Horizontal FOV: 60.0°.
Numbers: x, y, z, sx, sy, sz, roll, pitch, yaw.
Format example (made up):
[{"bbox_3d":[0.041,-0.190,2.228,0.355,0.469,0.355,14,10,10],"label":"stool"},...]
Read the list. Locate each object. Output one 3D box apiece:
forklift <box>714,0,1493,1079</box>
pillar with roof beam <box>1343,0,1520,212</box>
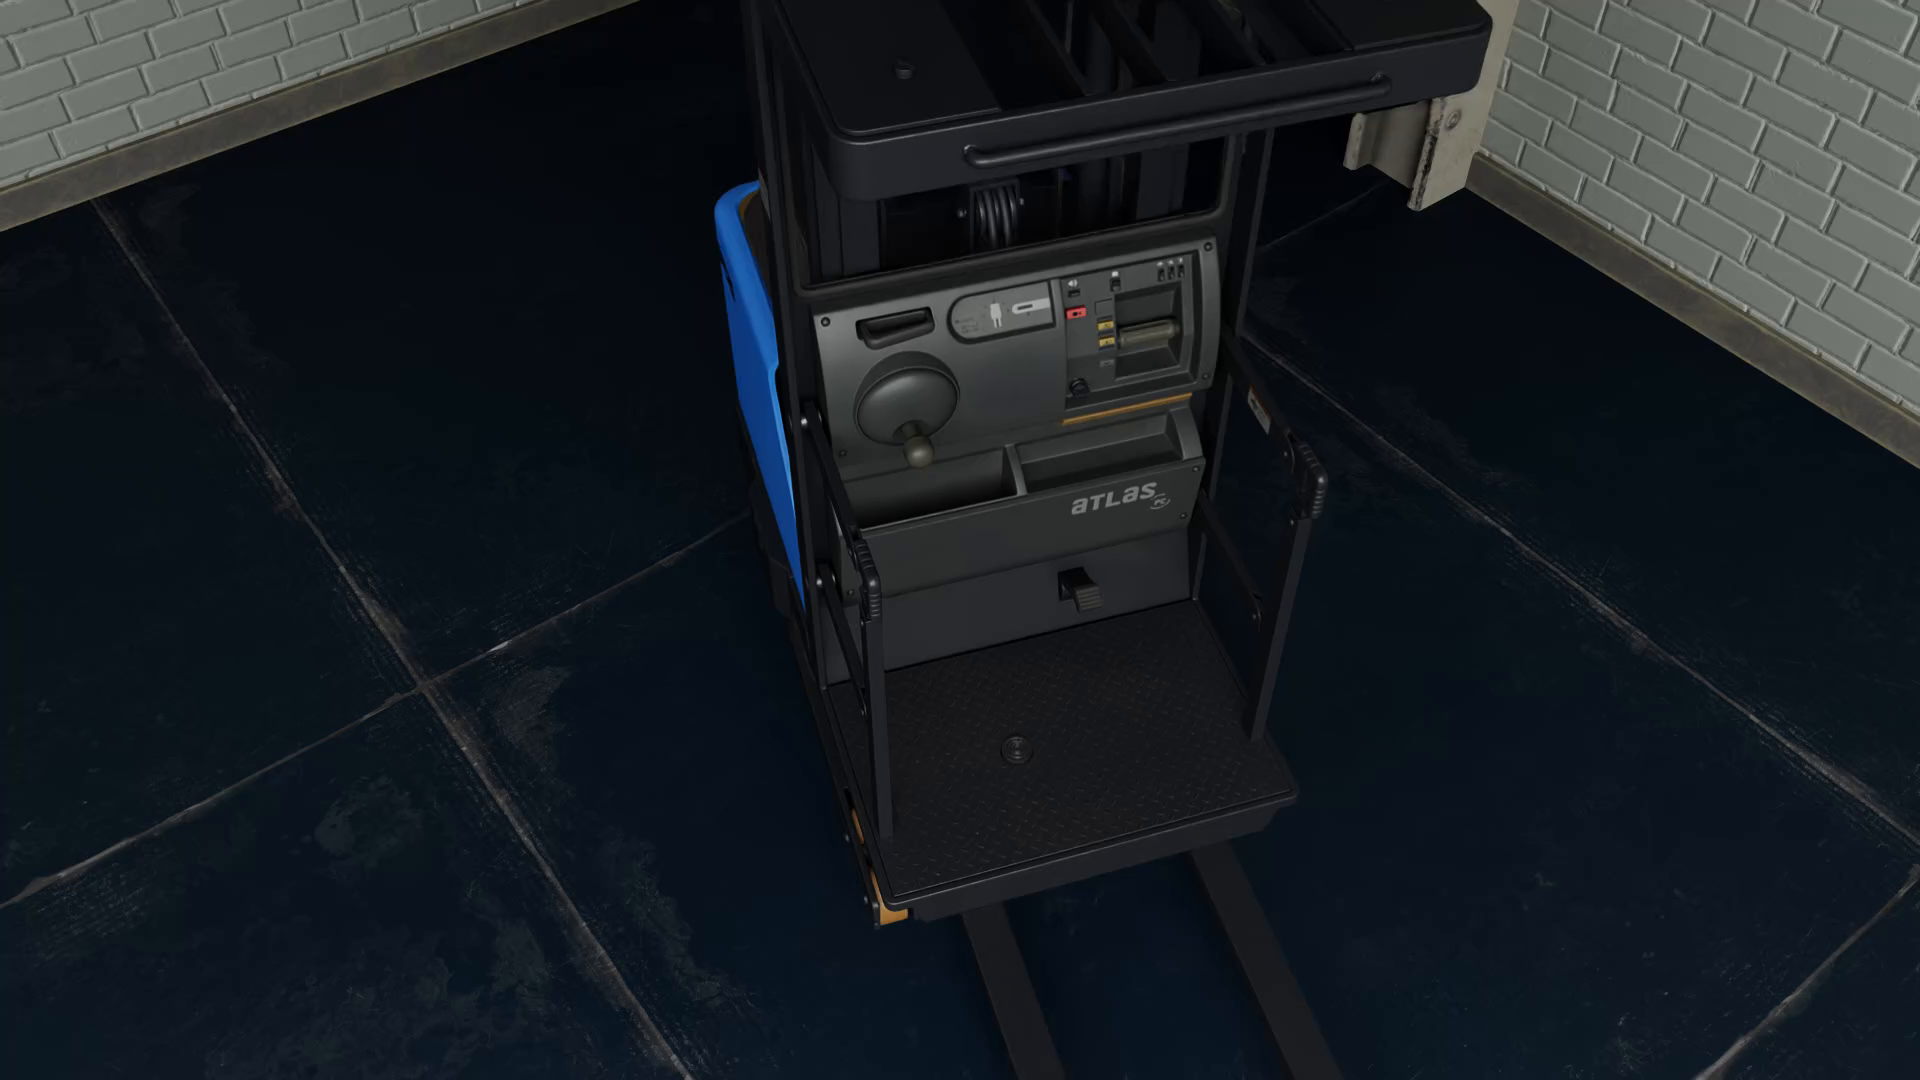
[{"bbox_3d":[0.205,-0.323,3.565,1.130,2.935,3.031,-13,49,-11],"label":"forklift"},{"bbox_3d":[-1.668,-2.537,1.476,9.100,9.000,0.400,-29,54,-24],"label":"pillar with roof beam"}]
